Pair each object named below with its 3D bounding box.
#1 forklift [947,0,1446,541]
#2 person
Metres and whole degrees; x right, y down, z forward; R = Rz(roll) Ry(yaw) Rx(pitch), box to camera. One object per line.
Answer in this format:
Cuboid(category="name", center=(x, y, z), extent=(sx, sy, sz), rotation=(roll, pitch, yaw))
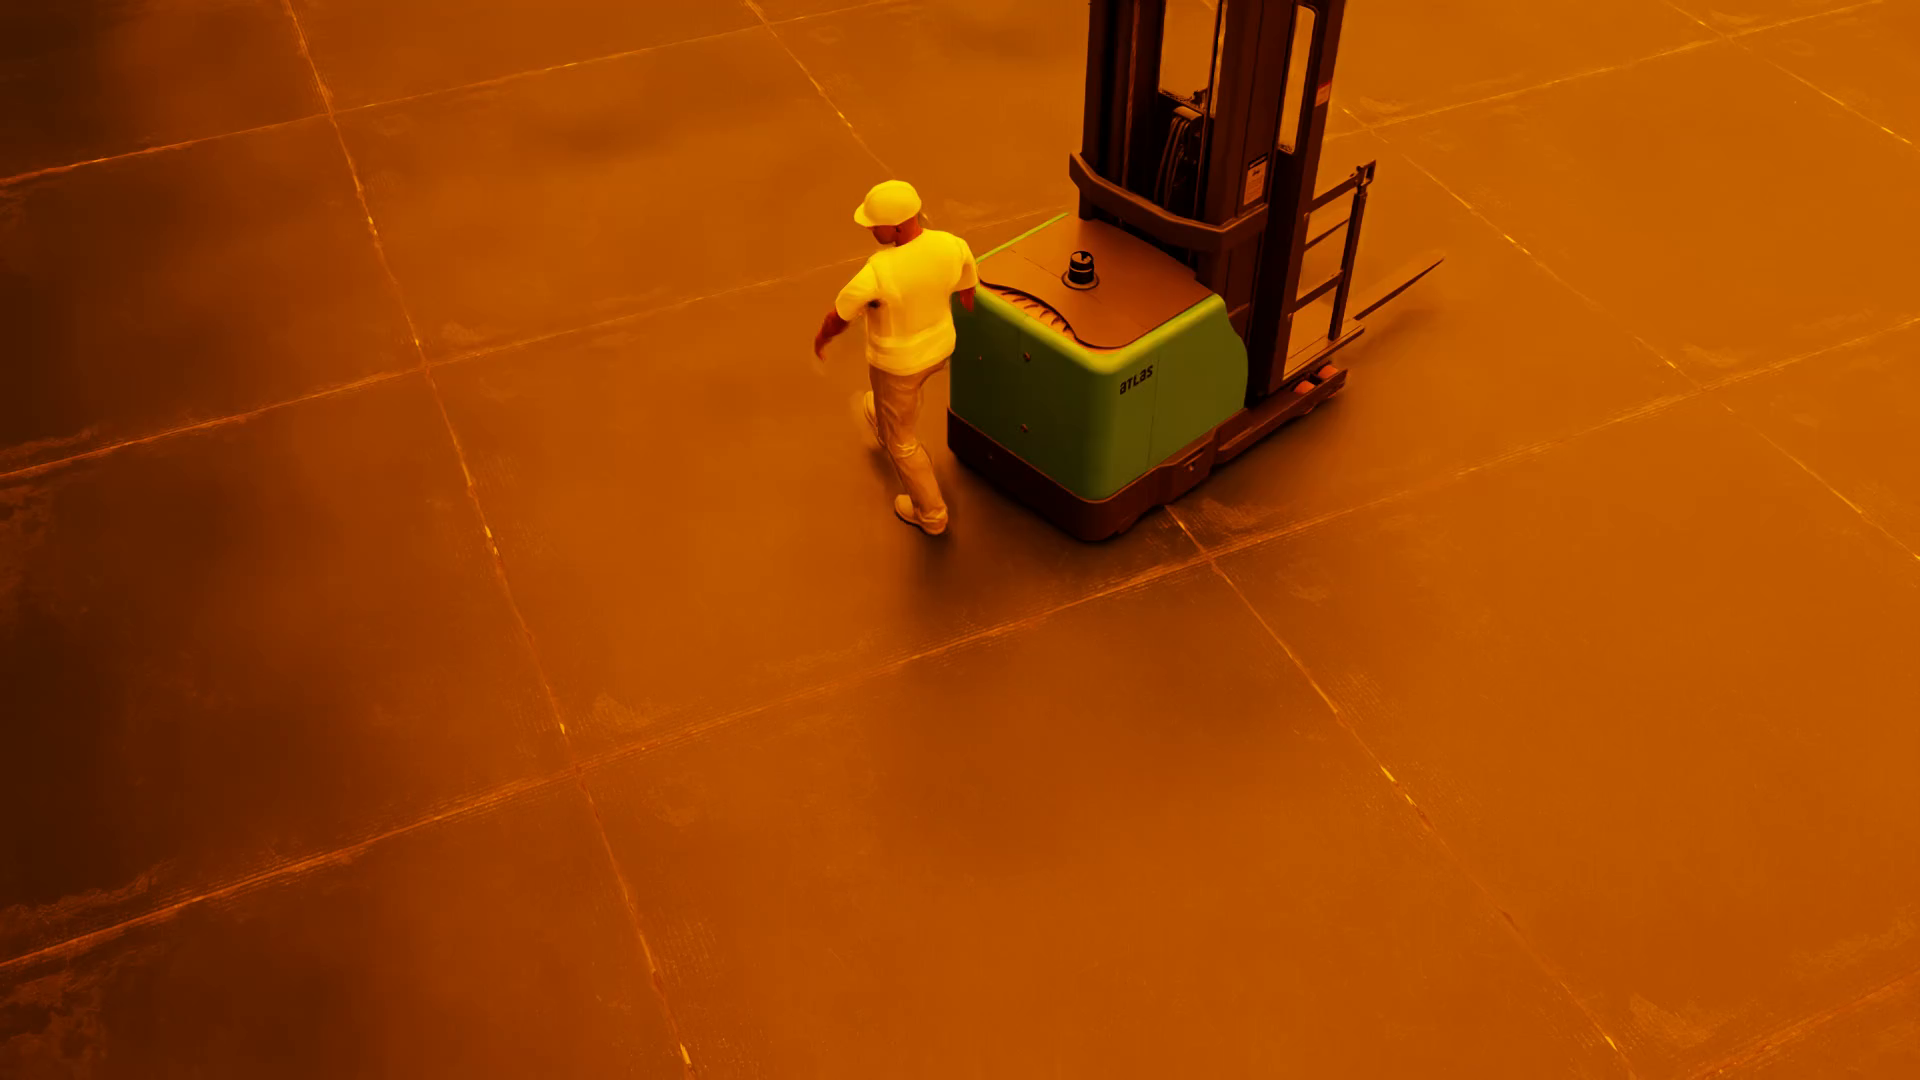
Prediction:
Cuboid(category="forklift", center=(1.356, -1.951, 7.770), extent=(3.031, 2.935, 1.130), rotation=(-33, 52, -30))
Cuboid(category="person", center=(-0.270, -0.937, 7.589), extent=(0.737, 1.716, 0.910), rotation=(-32, 52, -30))
